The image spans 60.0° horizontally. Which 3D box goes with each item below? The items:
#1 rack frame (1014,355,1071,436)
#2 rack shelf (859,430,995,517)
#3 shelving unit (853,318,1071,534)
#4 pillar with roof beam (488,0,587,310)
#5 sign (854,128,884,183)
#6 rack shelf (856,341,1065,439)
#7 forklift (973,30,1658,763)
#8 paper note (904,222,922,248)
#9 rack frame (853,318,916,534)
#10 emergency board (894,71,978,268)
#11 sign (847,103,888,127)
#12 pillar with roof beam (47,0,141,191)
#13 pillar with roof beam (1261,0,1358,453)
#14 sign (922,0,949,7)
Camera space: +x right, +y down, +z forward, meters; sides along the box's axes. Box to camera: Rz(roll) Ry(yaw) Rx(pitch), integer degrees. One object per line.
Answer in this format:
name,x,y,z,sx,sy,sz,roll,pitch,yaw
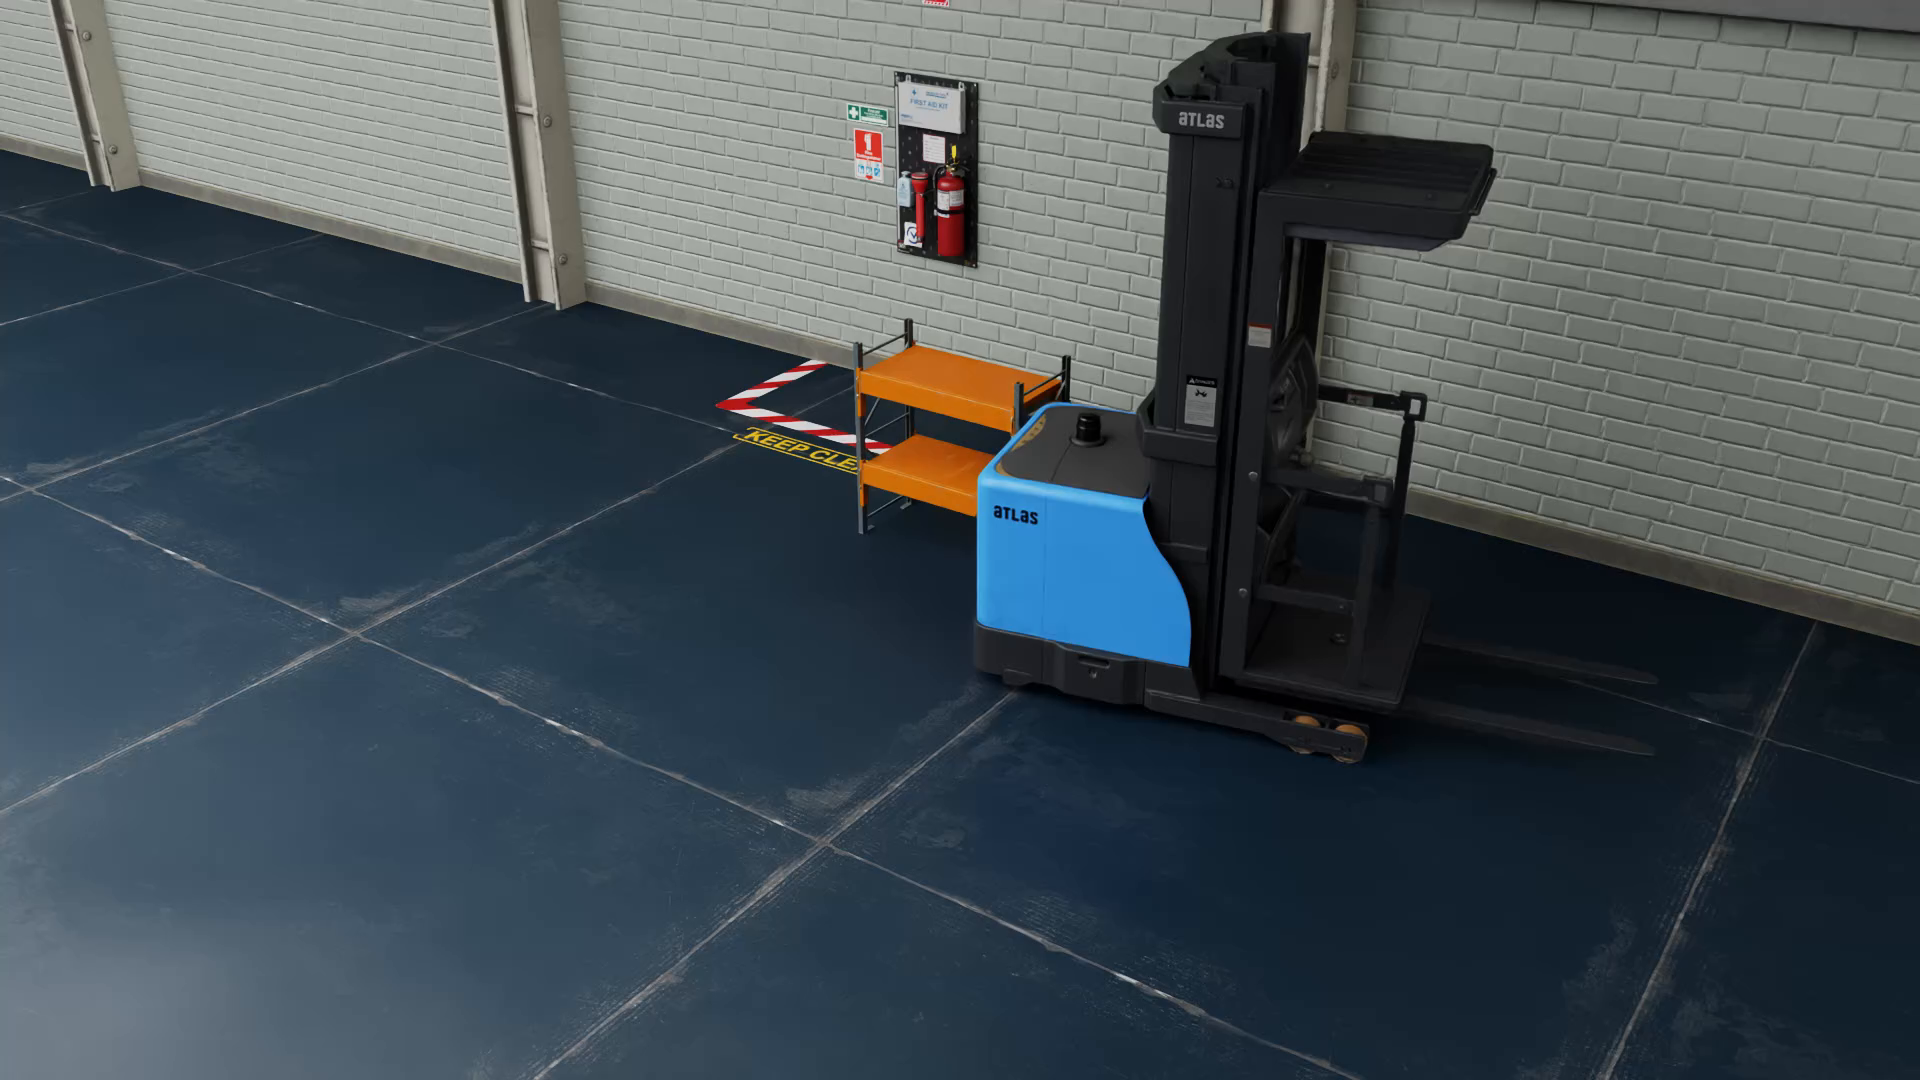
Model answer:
rack frame,0.425,-0.369,8.735,0.032,1.125,0.500,17,32,30
rack shelf,0.006,-0.282,9.102,1.000,0.278,0.538,17,32,30
shelving unit,0.006,-0.500,8.991,1.048,1.125,0.538,17,32,30
pillar with roof beam,-5.565,-4.263,7.705,0.400,9.000,9.100,17,32,30
sign,-0.595,-2.503,10.823,0.234,0.329,0.001,17,32,30
rack shelf,0.006,-0.760,8.859,1.000,0.278,0.538,17,32,30
forklift,1.633,-0.598,7.193,3.031,2.935,1.130,10,29,19
paper note,-0.304,-1.986,10.816,0.142,0.148,0.016,17,32,30
rack frame,-0.413,-0.630,9.248,0.032,1.125,0.500,17,32,30
emergency board,-0.197,-2.307,10.476,0.643,1.169,0.194,17,32,30
sign,-0.596,-2.735,10.693,0.331,0.109,0.001,17,32,30
pillar with roof beam,-10.511,-5.804,10.733,0.400,9.000,9.100,17,32,30
pillar with roof beam,-0.619,-2.722,4.678,0.400,9.000,9.100,17,32,30
sign,-0.147,-3.379,10.027,0.199,0.298,0.001,17,32,30
